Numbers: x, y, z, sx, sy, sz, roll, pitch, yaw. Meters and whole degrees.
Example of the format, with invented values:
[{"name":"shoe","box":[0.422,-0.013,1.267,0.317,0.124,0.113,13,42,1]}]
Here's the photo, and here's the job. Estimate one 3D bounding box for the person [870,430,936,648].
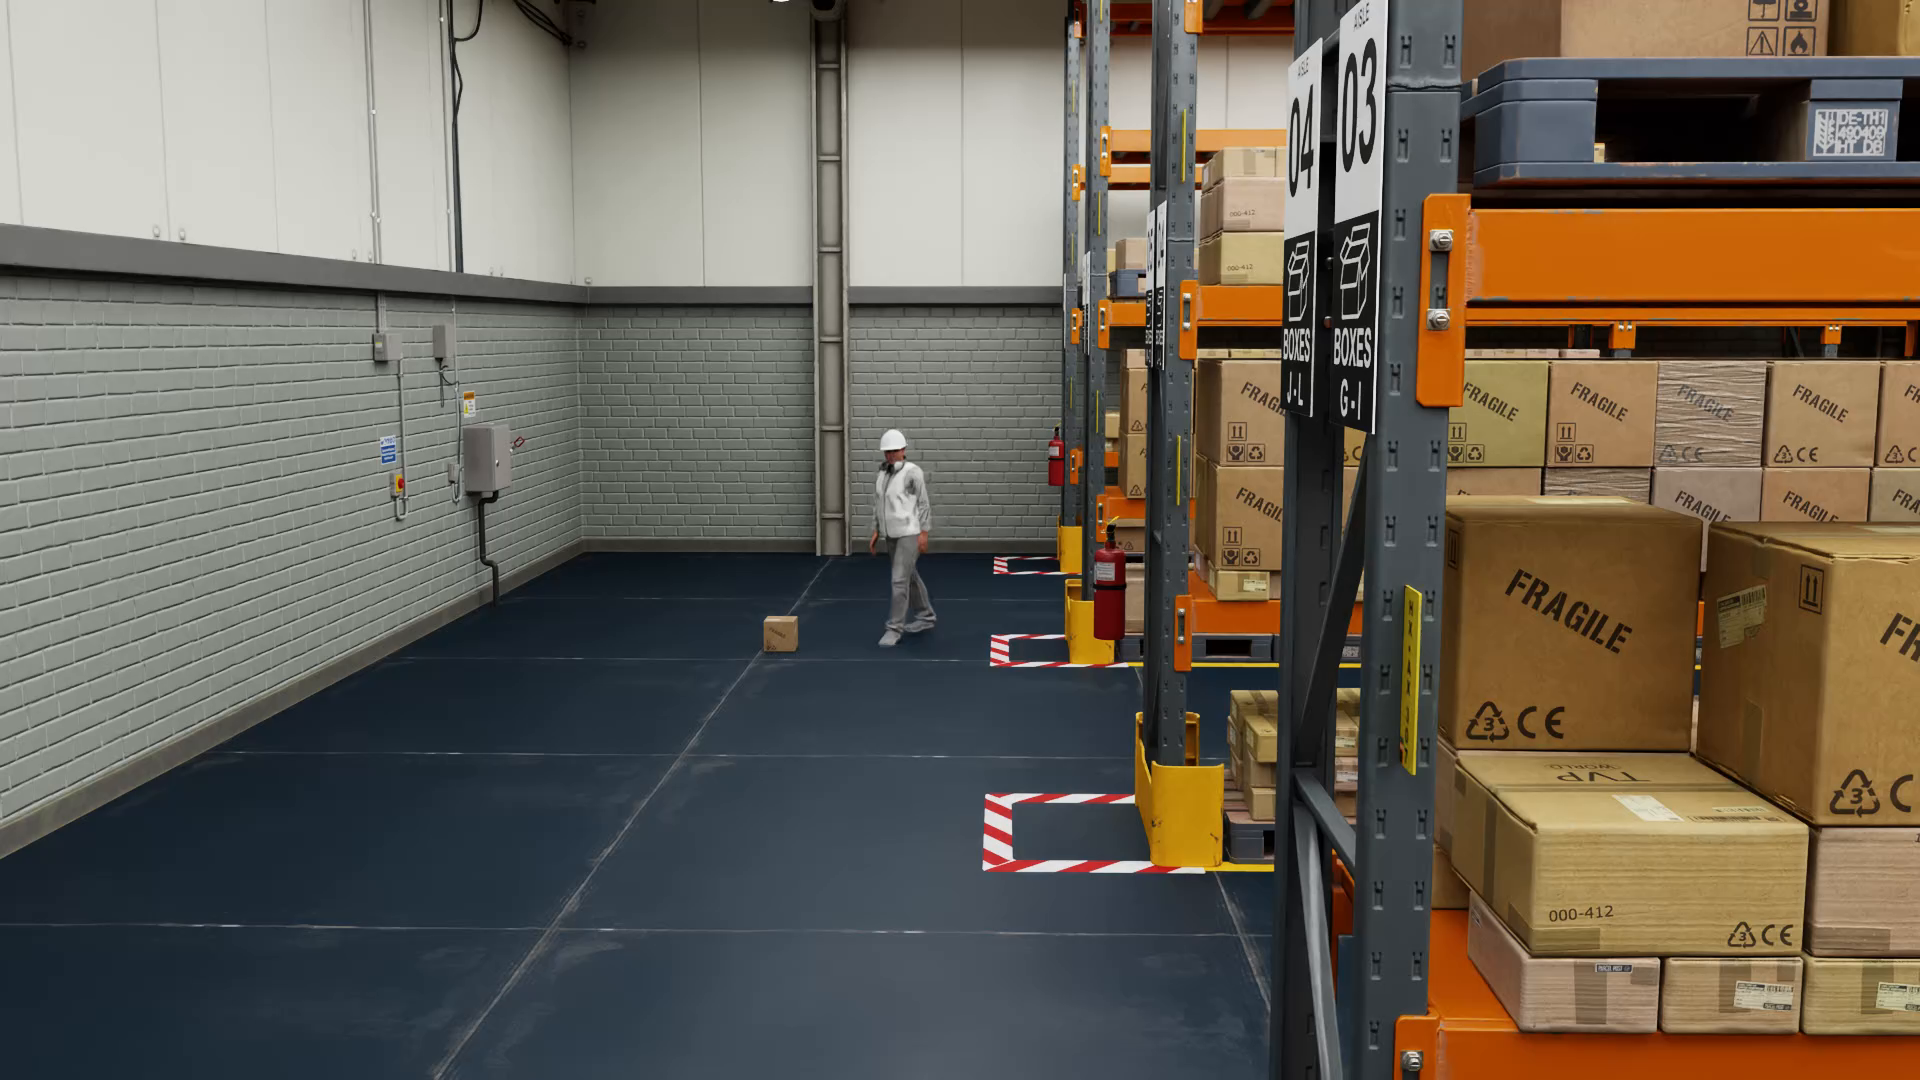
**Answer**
[{"name":"person","box":[-0.496,-0.039,13.986,0.741,1.781,0.551,-6,9,-38]}]
